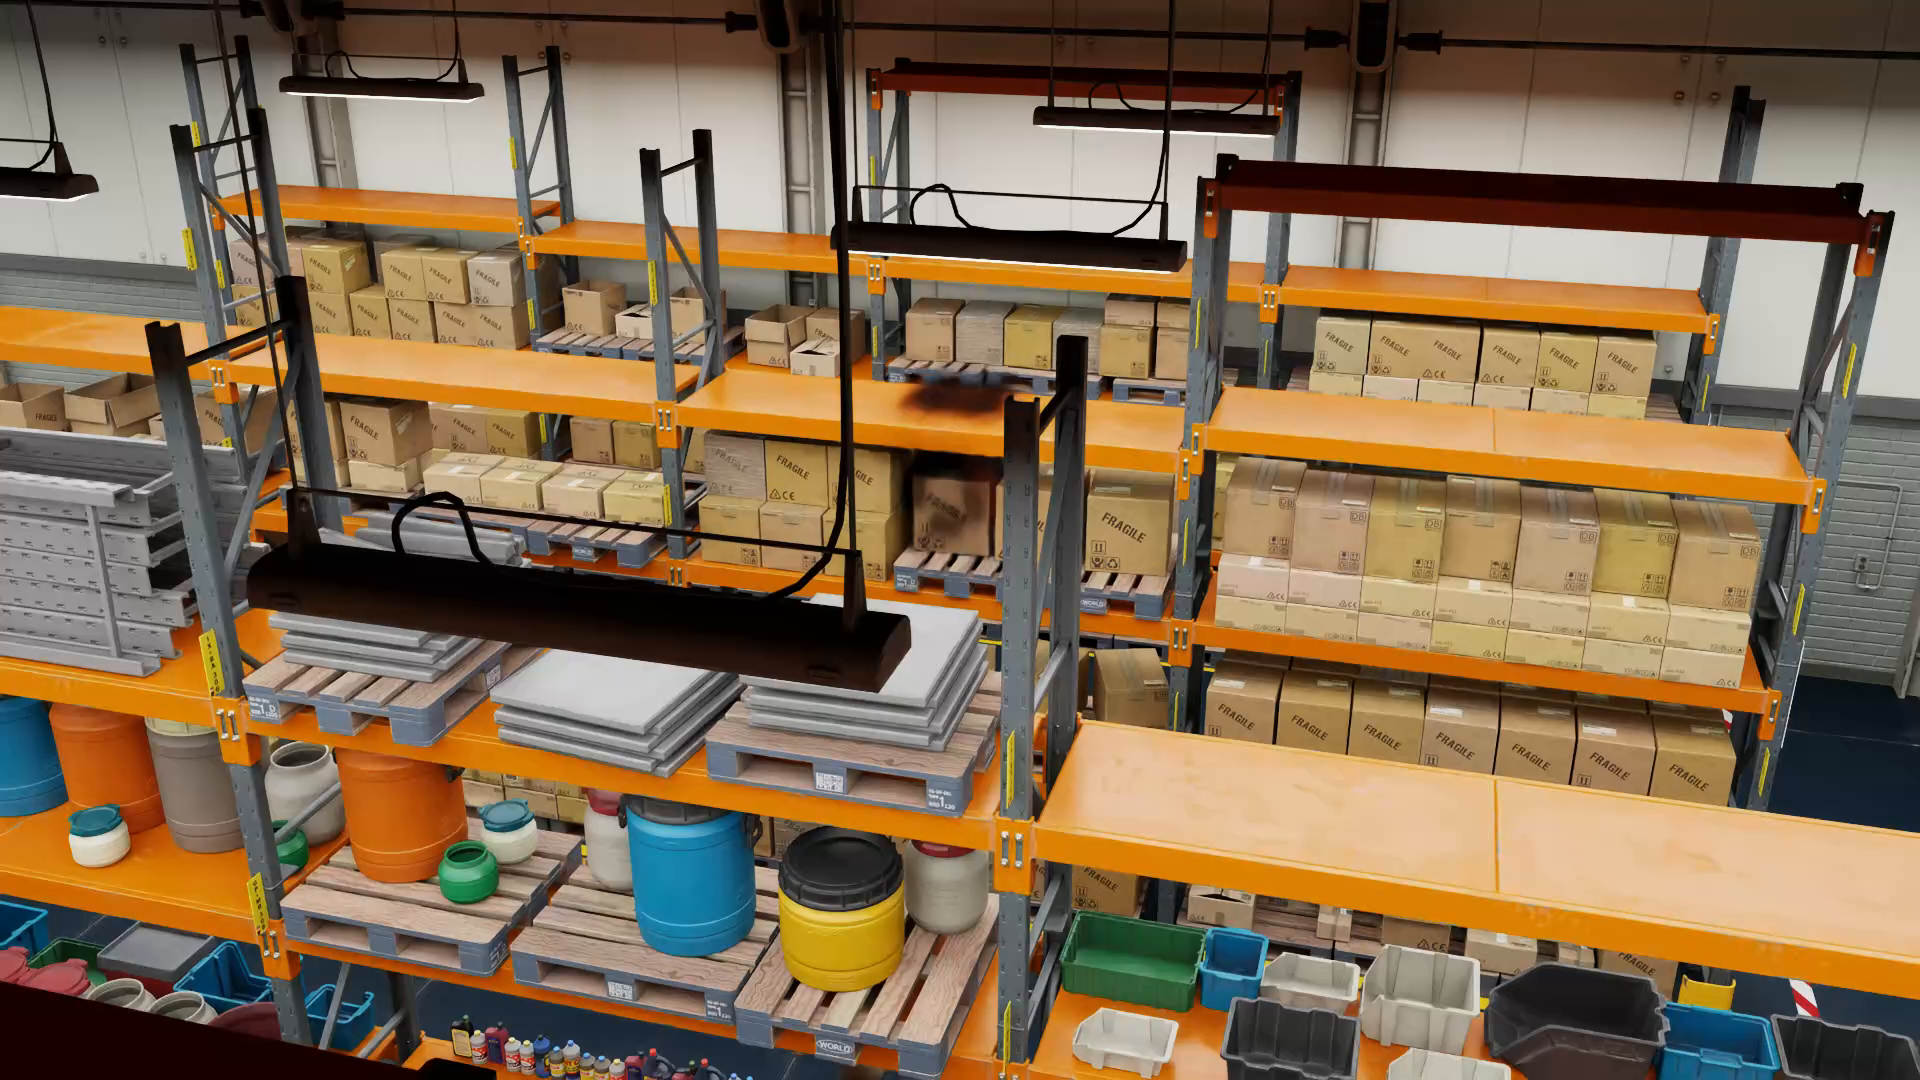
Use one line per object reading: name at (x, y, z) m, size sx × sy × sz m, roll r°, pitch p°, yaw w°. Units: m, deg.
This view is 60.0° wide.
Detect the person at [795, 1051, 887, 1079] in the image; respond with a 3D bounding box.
person at (-0.707, 3.308, 10.610) m, size 0.667 × 1.786 × 0.602 m, roll 11°, pitch 25°, yaw 25°
